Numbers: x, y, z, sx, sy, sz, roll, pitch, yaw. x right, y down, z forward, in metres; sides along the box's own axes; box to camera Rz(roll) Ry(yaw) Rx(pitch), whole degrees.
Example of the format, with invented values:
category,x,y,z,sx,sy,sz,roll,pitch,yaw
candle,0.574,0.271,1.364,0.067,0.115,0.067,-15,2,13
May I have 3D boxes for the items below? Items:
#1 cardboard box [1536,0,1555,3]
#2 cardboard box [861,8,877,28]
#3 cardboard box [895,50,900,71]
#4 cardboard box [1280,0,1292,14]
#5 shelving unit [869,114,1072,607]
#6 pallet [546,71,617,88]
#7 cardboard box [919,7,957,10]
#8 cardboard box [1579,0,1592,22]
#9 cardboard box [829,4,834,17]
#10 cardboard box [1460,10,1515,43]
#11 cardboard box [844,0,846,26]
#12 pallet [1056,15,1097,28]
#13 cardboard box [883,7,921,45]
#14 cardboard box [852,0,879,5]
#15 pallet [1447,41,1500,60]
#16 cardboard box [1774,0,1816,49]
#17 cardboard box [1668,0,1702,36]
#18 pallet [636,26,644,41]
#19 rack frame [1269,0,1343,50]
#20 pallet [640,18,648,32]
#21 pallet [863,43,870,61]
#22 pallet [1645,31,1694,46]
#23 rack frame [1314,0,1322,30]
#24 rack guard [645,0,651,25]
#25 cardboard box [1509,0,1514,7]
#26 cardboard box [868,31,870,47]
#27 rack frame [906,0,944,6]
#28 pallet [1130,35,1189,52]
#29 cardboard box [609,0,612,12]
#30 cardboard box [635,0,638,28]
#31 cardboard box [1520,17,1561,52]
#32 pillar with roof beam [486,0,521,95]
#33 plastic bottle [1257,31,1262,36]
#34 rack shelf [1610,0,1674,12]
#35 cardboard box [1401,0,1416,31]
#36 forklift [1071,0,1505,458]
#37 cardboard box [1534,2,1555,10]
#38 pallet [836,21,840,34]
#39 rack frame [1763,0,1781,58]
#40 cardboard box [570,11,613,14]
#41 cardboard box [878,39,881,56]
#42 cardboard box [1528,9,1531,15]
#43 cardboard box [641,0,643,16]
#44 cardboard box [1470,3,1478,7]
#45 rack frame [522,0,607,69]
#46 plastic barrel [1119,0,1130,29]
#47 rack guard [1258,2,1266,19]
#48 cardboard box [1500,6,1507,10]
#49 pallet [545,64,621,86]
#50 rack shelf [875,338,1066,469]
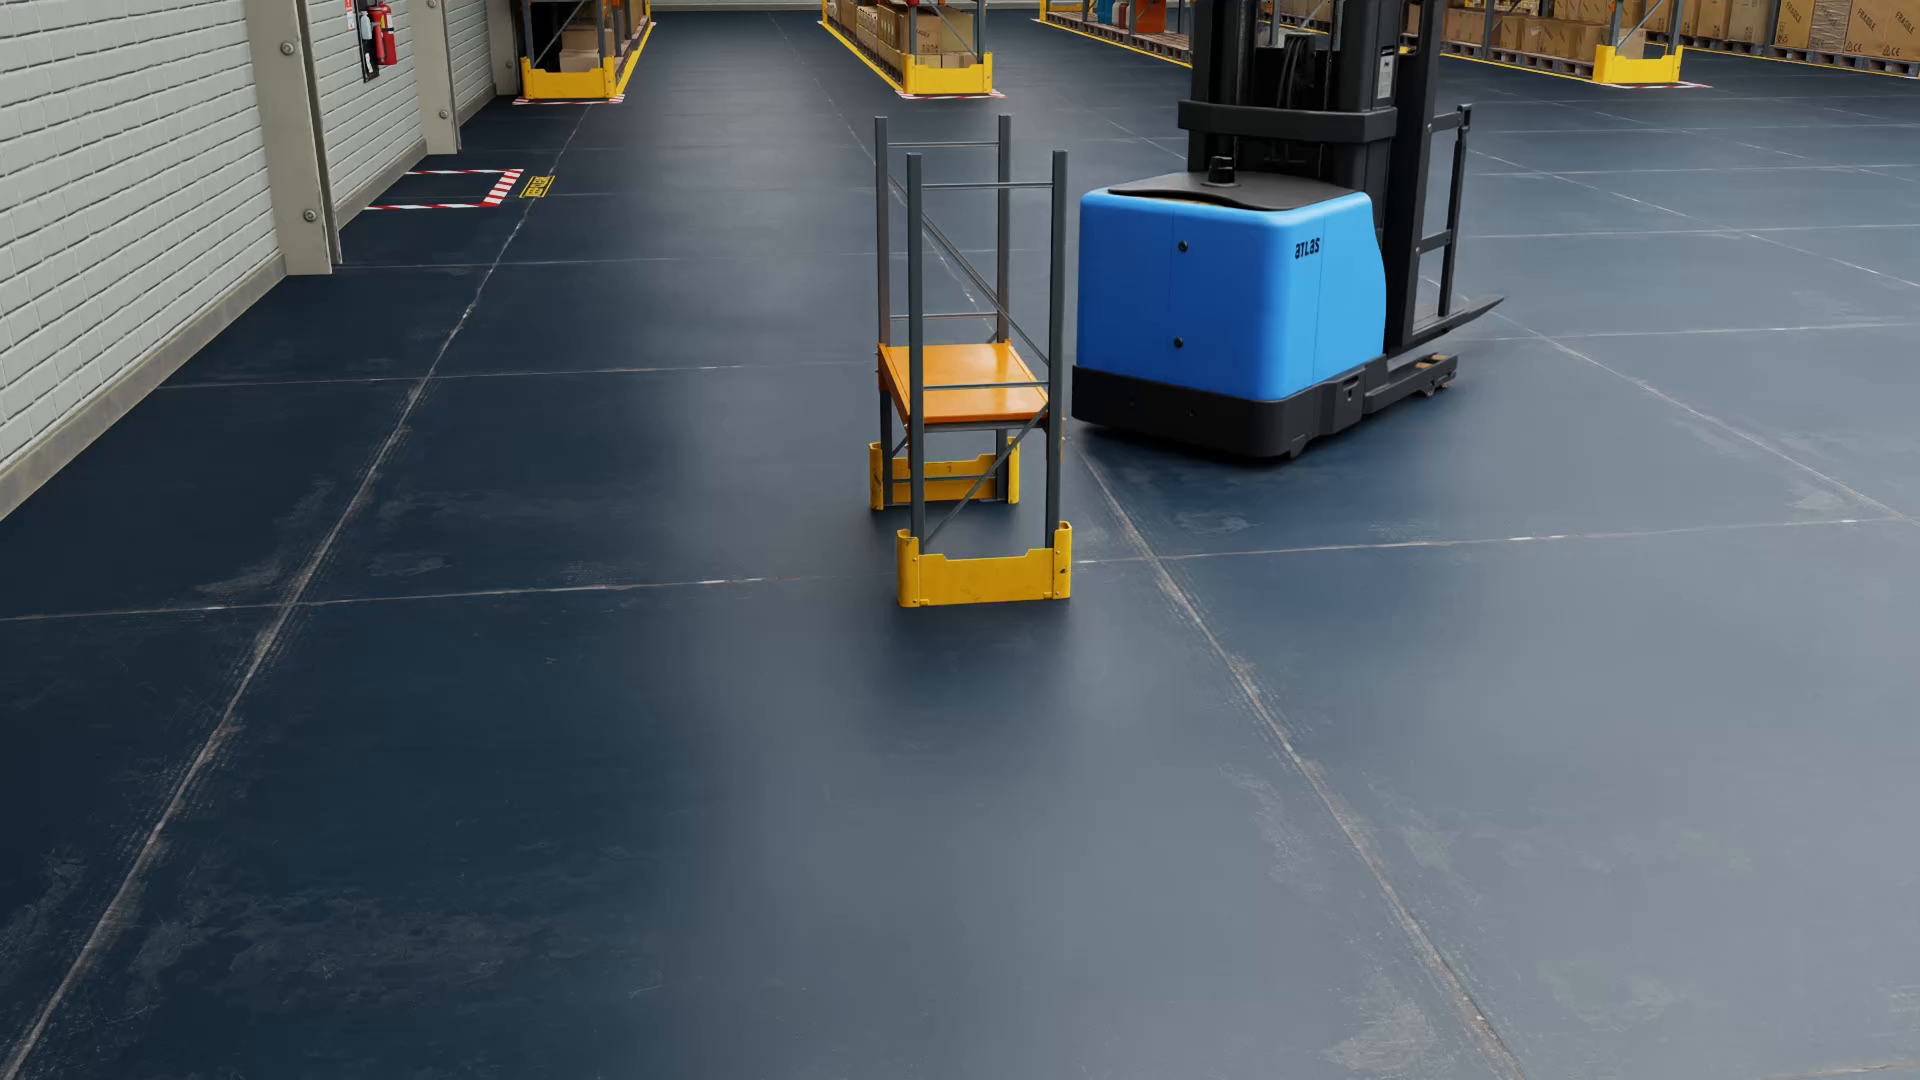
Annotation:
category,x,y,z,sx,sy,sz,roll,pitch,yaw
cardboard box,12.517,-11.532,35.428,0.380,0.149,0.250,-2,21,-6
cardboard box,-1.384,-8.800,28.019,0.500,0.311,0.500,-3,21,-9
cardboard box,-0.624,-6.665,23.104,0.500,0.250,0.500,-3,21,-8
cardboard box,7.629,-12.120,36.816,0.875,0.875,0.875,-3,21,-8
shelving unit,0.011,-0.676,5.883,0.587,1.500,1.083,-3,21,-8
pallet,-5.165,-6.165,22.421,1.003,0.211,1.213,-3,21,-8
cardboard box,-0.328,-7.562,24.434,0.500,0.500,0.500,-3,21,-8
cardboard box,12.836,-10.674,33.481,0.500,0.500,0.500,-3,21,-7
cardboard box,-2.535,-11.322,35.544,0.500,0.250,0.500,-3,21,-8
cardboard box,8.939,-8.711,28.197,0.700,0.500,0.500,-3,21,-8
cardboard box,-1.984,-10.239,32.288,0.500,0.500,0.500,-3,21,-7
pallet,2.678,-11.186,35.865,1.003,0.211,1.213,-3,21,-8
cardboard box,-0.846,-7.536,24.363,0.500,0.500,0.500,-3,21,-8
cardboard box,-1.703,-9.901,30.310,0.500,0.250,0.500,-2,21,-6
pallet,8.942,-8.260,28.029,1.003,0.211,1.213,-3,21,-8
cardboard box,14.000,-8.492,27.102,0.875,0.875,0.875,-3,21,-7
cardboard box,13.530,-9.522,30.037,1.050,0.750,0.750,-3,21,-7
pallet,-6.616,-9.747,32.012,1.003,0.211,1.213,-3,21,-8
rack frame,4.731,-7.662,22.443,1.000,3.000,0.127,-3,21,-8
pallet,-7.013,-10.701,34.566,1.003,0.211,1.213,-3,21,-8
pallet,-1.071,-8.168,27.785,1.003,0.211,1.213,-3,21,-8
pallet,13.441,-9.314,30.851,1.003,0.211,1.213,-3,21,-8
rack frame,7.903,-12.066,34.236,1.000,3.000,0.127,-3,21,-8
rack guard,-7.382,-11.539,36.397,1.175,0.500,0.348,-3,21,-8
cardboard box,12.344,-11.833,36.660,0.380,0.149,0.250,-4,21,-10
cardboard box,-1.239,-8.188,27.182,0.500,0.250,0.500,-2,21,-7
rack frame,-0.747,-8.798,25.486,1.000,3.000,0.127,-3,21,-8
pallet,3.652,-8.855,29.624,1.003,0.211,1.213,-3,21,-8
cardboard box,-6.050,-8.871,27.553,0.500,0.250,0.500,-3,21,-7
cardboard box,-6.449,-9.981,31.123,0.750,0.750,0.750,-2,21,-6
cardboard box,9.164,-7.984,26.278,0.500,0.500,0.500,4,21,9
pillar with roof beam,-1.769,-10.388,21.169,9.100,9.000,0.400,-3,21,-8
plastic bottle,4.607,-7.625,25.502,0.144,0.351,0.185,-3,21,-8
rack shelf,9.344,-8.267,25.092,1.077,0.370,4.000,-3,21,-8
cardboard box,8.401,-10.123,31.469,1.225,0.875,0.875,-4,21,-10
forklift,1.809,-2.165,7.824,1.130,2.935,3.031,15,25,35
cardboard box,12.466,-11.375,35.434,0.380,0.149,0.250,-3,21,-7
pallet,-1.999,-10.499,34.026,1.003,0.211,1.213,-3,21,-8
rack frame,13.979,-9.512,27.396,1.000,3.000,0.127,-3,21,-8
cardboard box,-6.111,-8.536,27.728,0.700,0.500,0.500,-3,21,-8
cardboard box,-0.980,-7.531,25.422,0.500,0.250,0.500,-3,21,-8
cardboard box,12.477,-11.356,35.807,0.380,0.149,0.250,-2,21,-6
cardboard box,-7.179,-11.490,35.666,0.700,0.500,0.500,-3,21,-8
cardboard box,12.008,-12.330,38.416,0.380,0.149,0.250,-2,21,-7
rack frame,-5.072,-7.162,21.105,1.000,3.000,0.127,-3,21,-8
plastic barrel,3.328,-10.058,31.706,0.600,0.588,0.708,-3,21,-8
rack guard,7.323,-12.289,38.404,1.175,0.500,0.348,-3,21,-8
cardboard box,12.244,-11.795,36.984,0.380,0.149,0.250,-3,21,-8
pallet,-5.338,-6.587,23.550,1.003,0.211,1.213,-3,21,-8
rack shelf,0.012,-0.505,5.938,0.538,0.185,1.000,-3,21,-8
